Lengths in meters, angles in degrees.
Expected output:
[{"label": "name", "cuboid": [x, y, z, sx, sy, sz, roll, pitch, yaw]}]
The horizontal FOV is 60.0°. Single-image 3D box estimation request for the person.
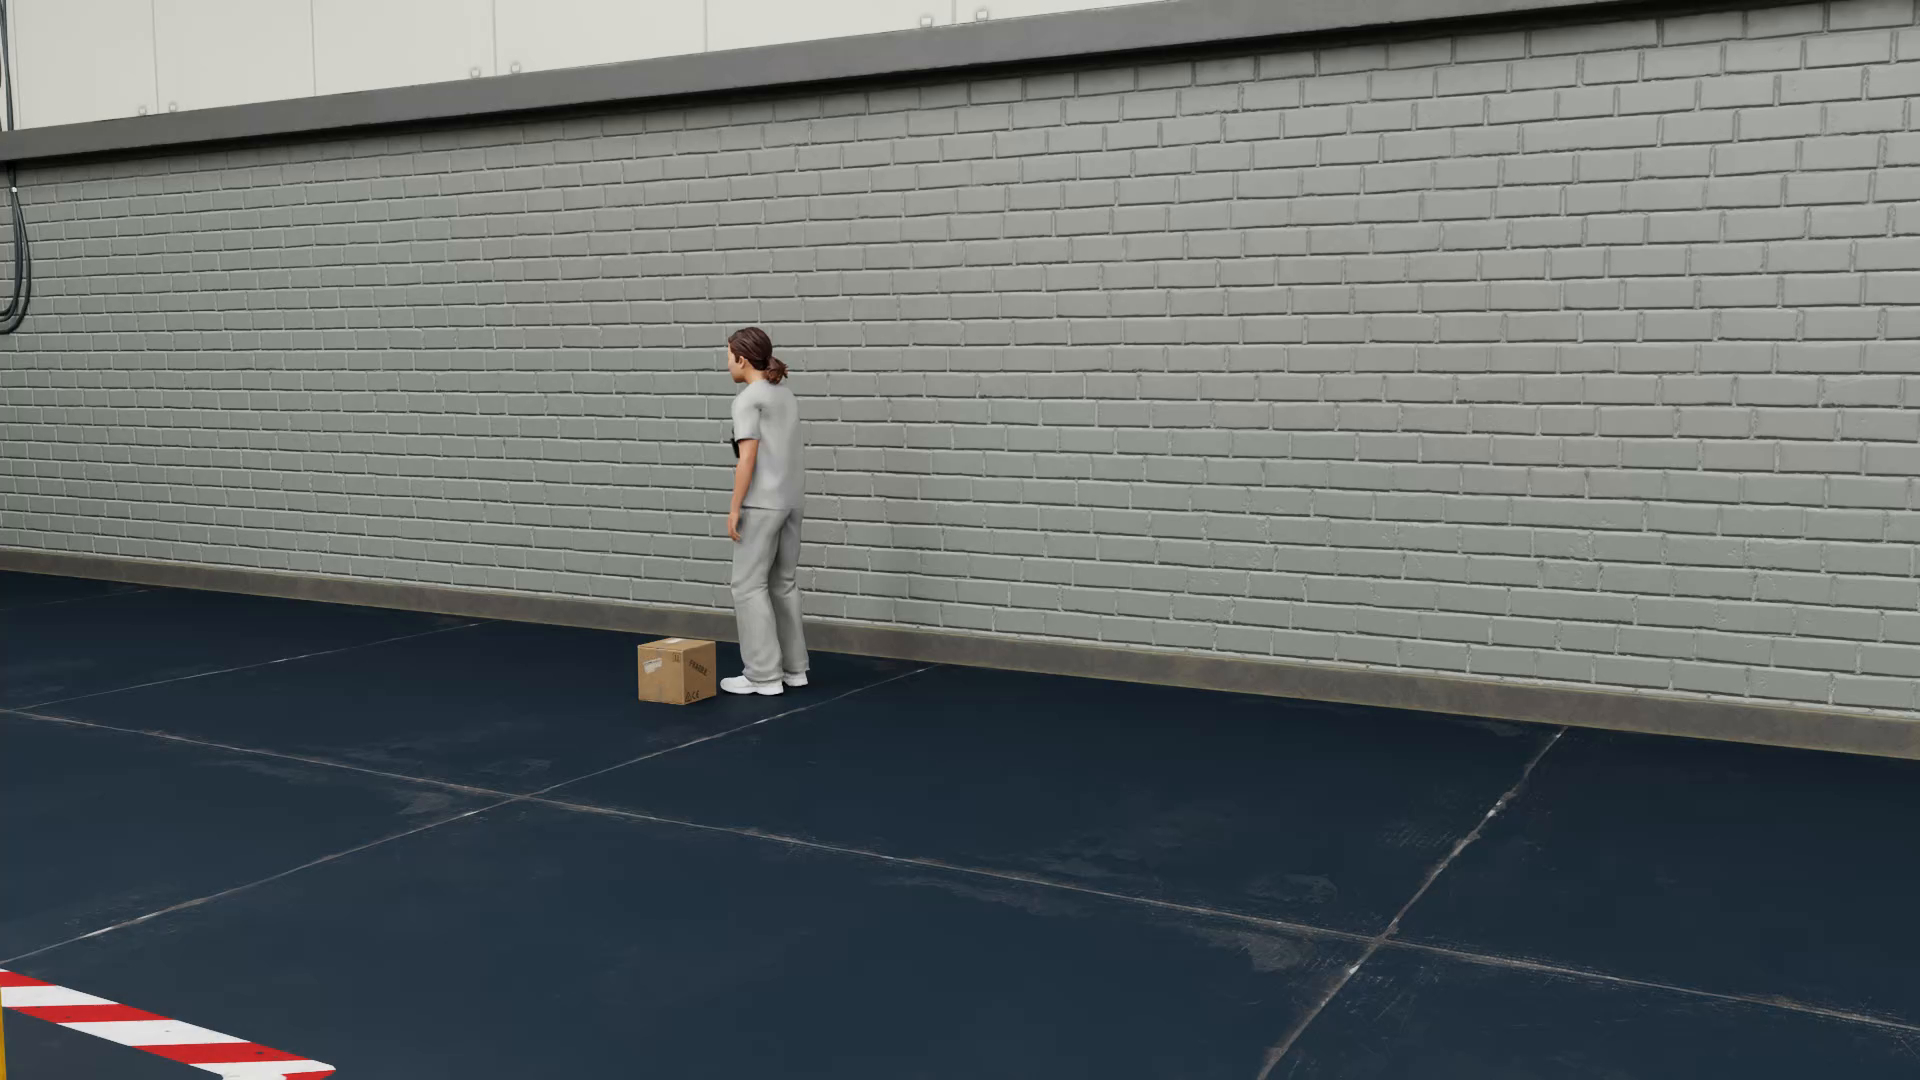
[{"label": "person", "cuboid": [-0.895, -0.136, 7.625, 0.353, 1.672, 0.515, 3, 7, 25]}]
